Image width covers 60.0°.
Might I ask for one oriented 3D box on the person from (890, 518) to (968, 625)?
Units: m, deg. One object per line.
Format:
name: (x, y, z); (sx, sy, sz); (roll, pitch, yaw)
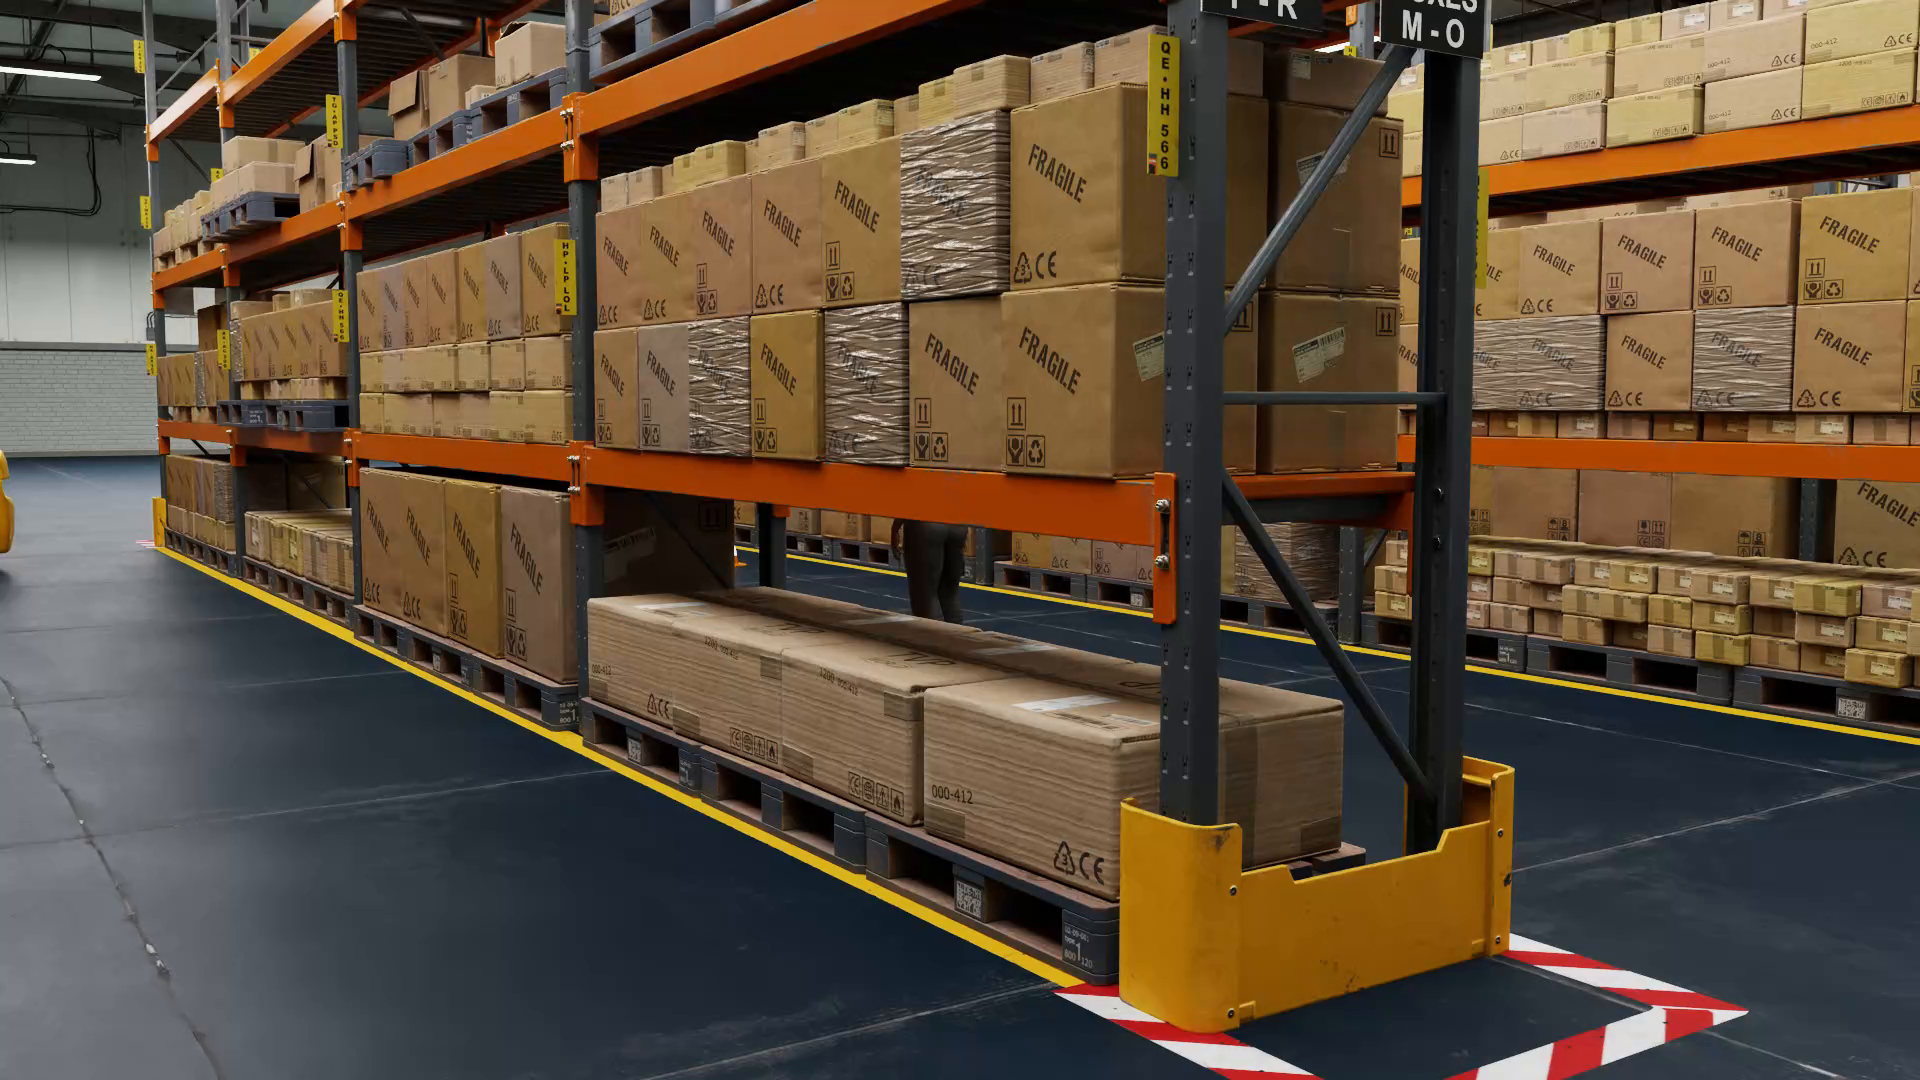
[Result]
person: (-0.184, -0.059, 8.713); (0.504, 1.655, 0.569); (4, 6, 42)
